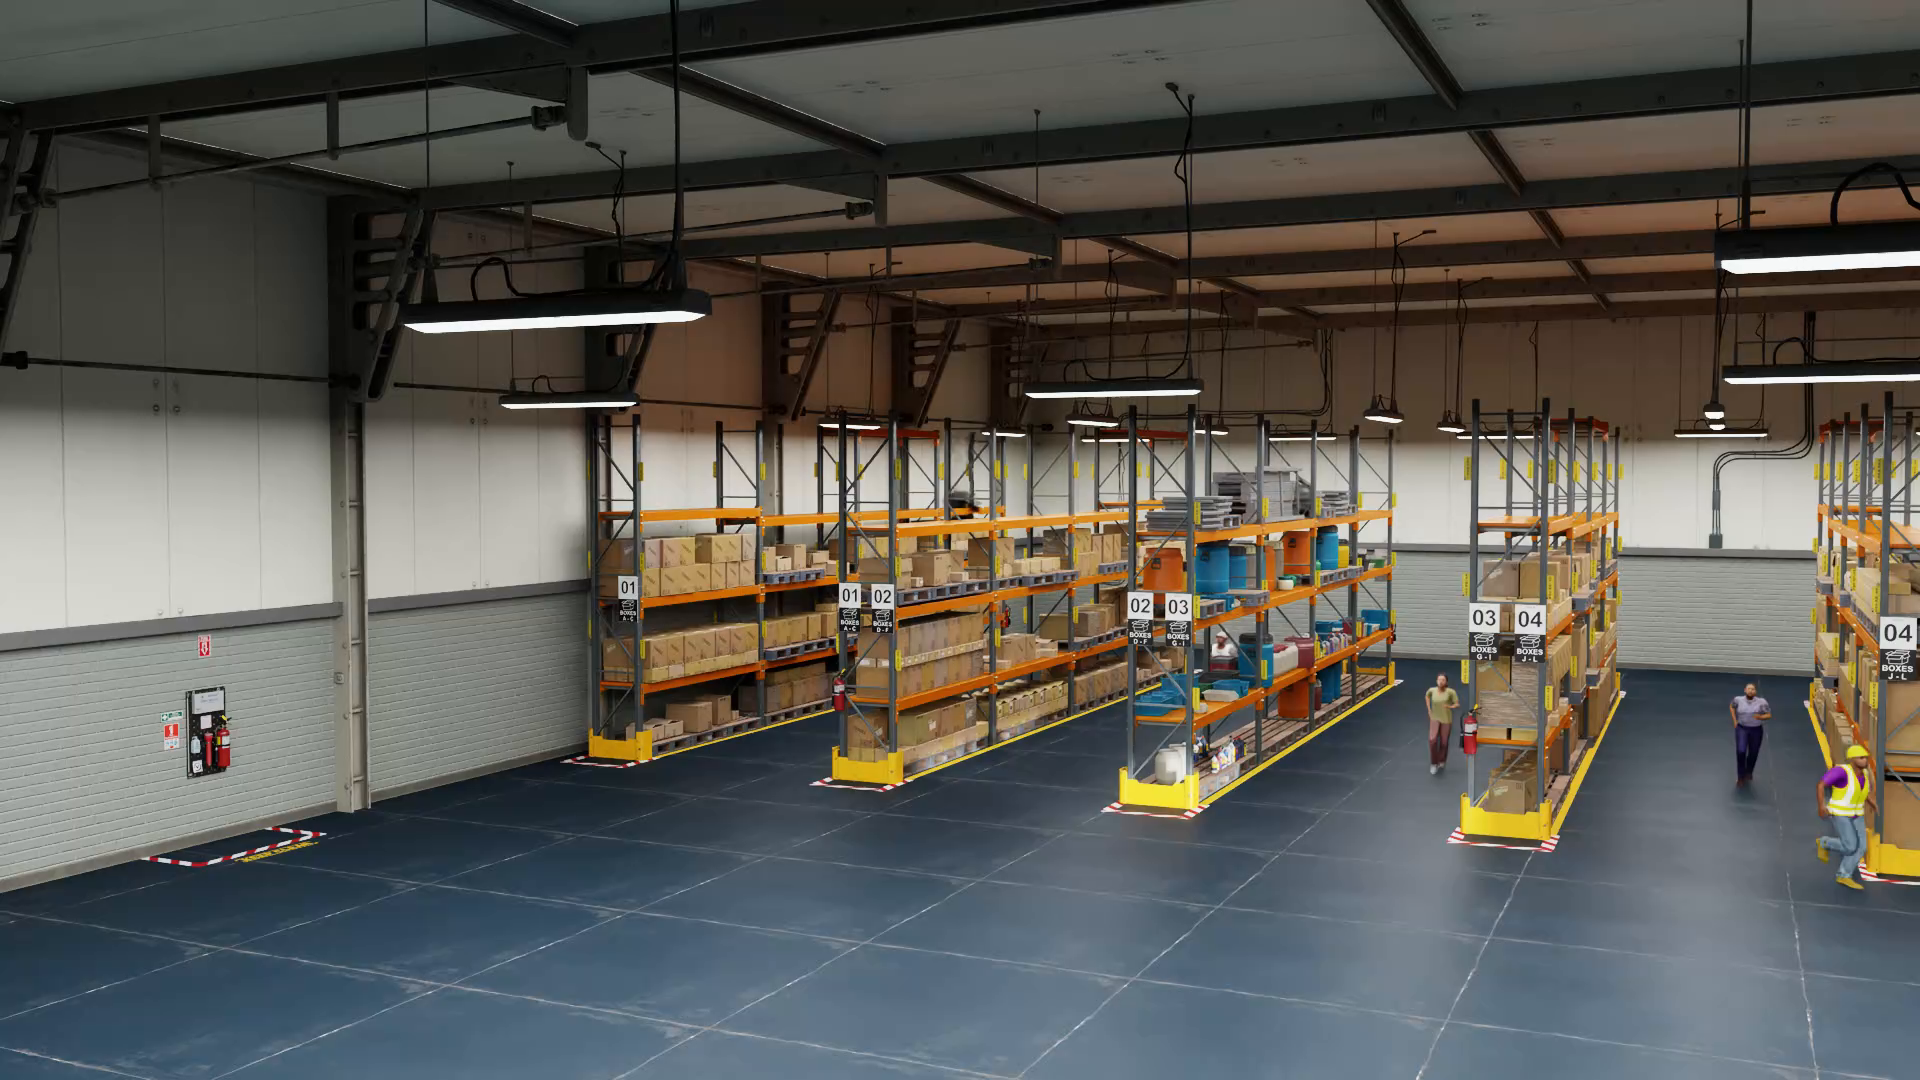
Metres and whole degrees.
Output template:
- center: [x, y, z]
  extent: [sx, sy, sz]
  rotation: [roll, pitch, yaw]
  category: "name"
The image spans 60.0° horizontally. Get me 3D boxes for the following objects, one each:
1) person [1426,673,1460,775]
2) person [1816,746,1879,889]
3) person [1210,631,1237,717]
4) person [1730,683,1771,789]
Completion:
- center: [8.010, 3.040, 27.624]
  extent: [0.561, 1.687, 0.753]
  rotation: [1, 2, 19]
  category: "person"
- center: [10.740, 3.332, 20.180]
  extent: [0.740, 1.717, 0.699]
  rotation: [-1, 2, -19]
  category: "person"
- center: [5.310, 2.733, 33.805]
  extent: [0.662, 1.745, 0.594]
  rotation: [1, 3, 28]
  category: "person"
- center: [12.612, 3.110, 26.544]
  extent: [0.580, 1.698, 0.800]
  rotation: [1, 2, 20]
  category: "person"
